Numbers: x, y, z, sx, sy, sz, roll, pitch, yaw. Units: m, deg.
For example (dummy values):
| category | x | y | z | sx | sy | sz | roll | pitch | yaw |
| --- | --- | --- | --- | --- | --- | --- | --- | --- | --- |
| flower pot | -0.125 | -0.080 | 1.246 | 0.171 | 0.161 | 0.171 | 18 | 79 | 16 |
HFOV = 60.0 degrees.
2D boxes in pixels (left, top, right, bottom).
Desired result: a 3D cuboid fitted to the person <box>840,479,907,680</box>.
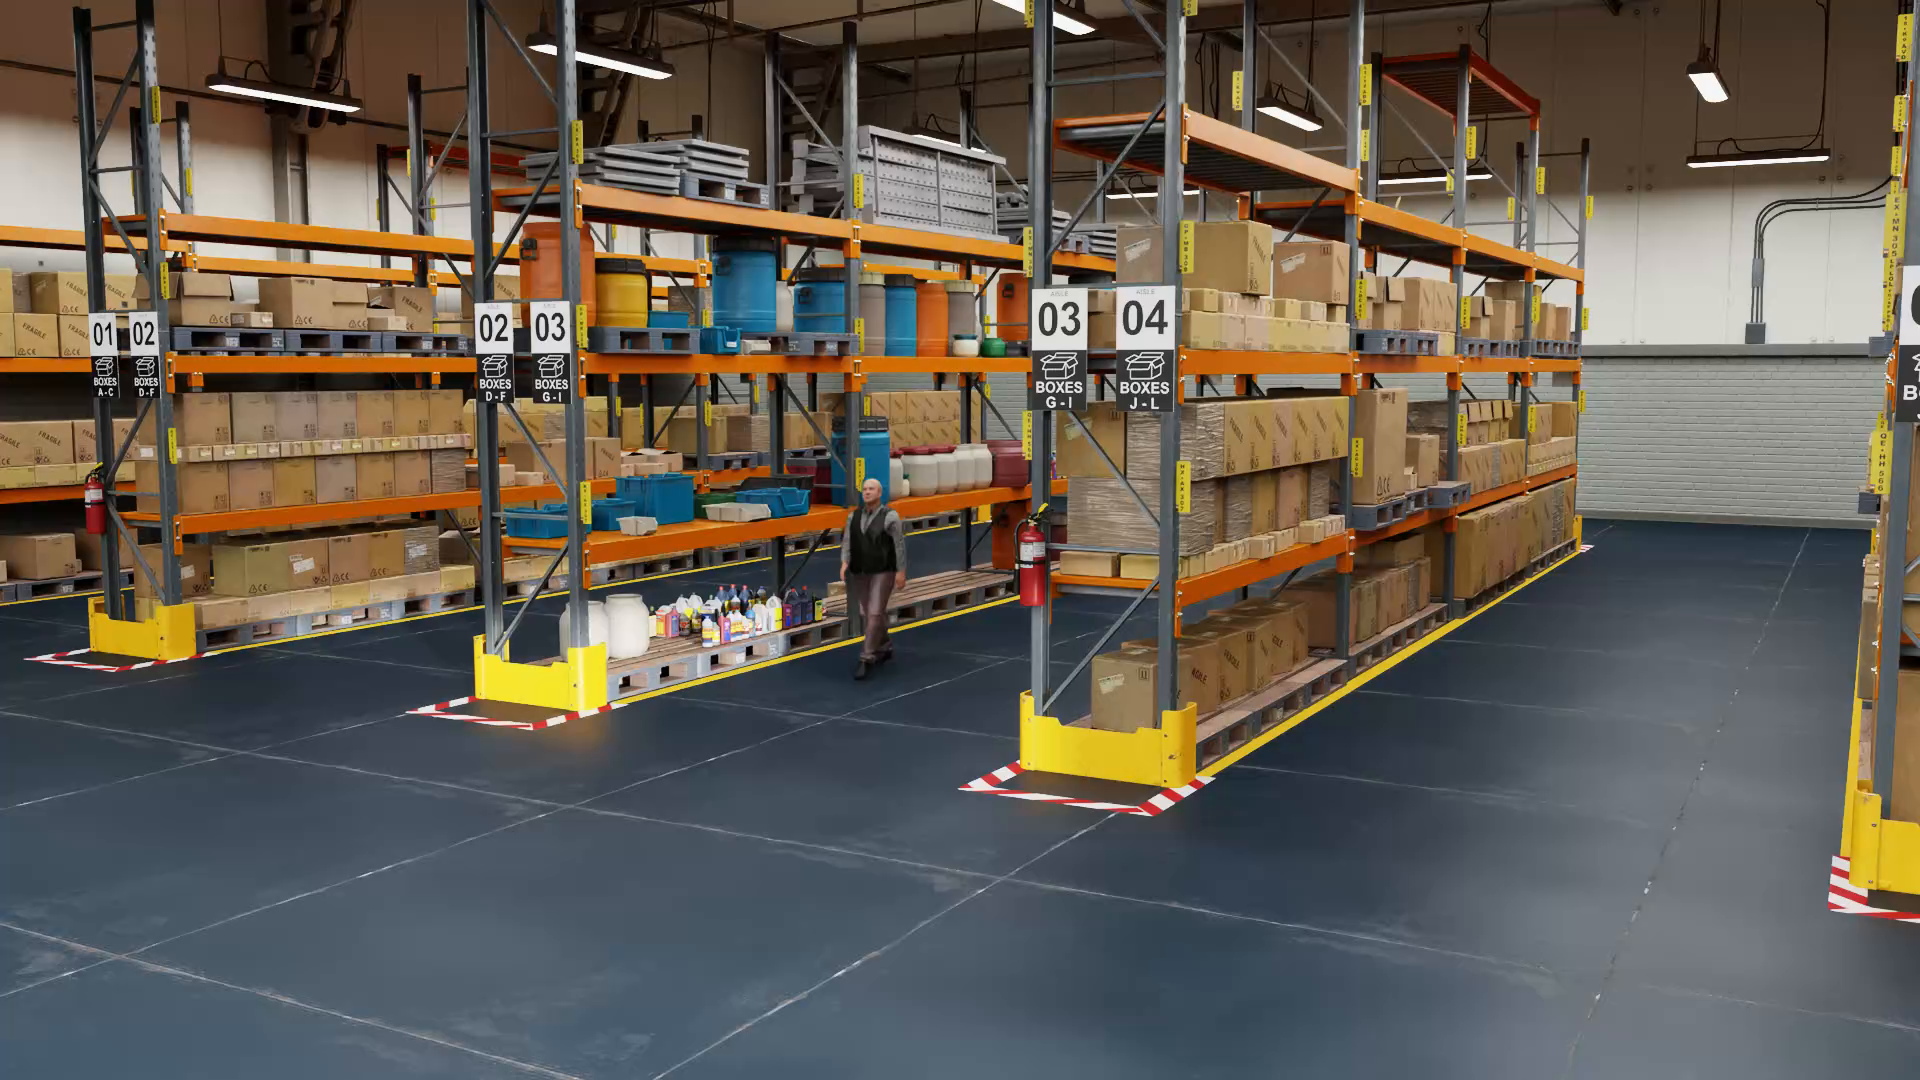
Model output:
| category | x | y | z | sx | sy | sz | roll | pitch | yaw |
| --- | --- | --- | --- | --- | --- | --- | --- | --- | --- |
| person | -0.801 | 0.312 | 14.667 | 0.531 | 1.699 | 0.933 | 3 | 7 | 28 |
